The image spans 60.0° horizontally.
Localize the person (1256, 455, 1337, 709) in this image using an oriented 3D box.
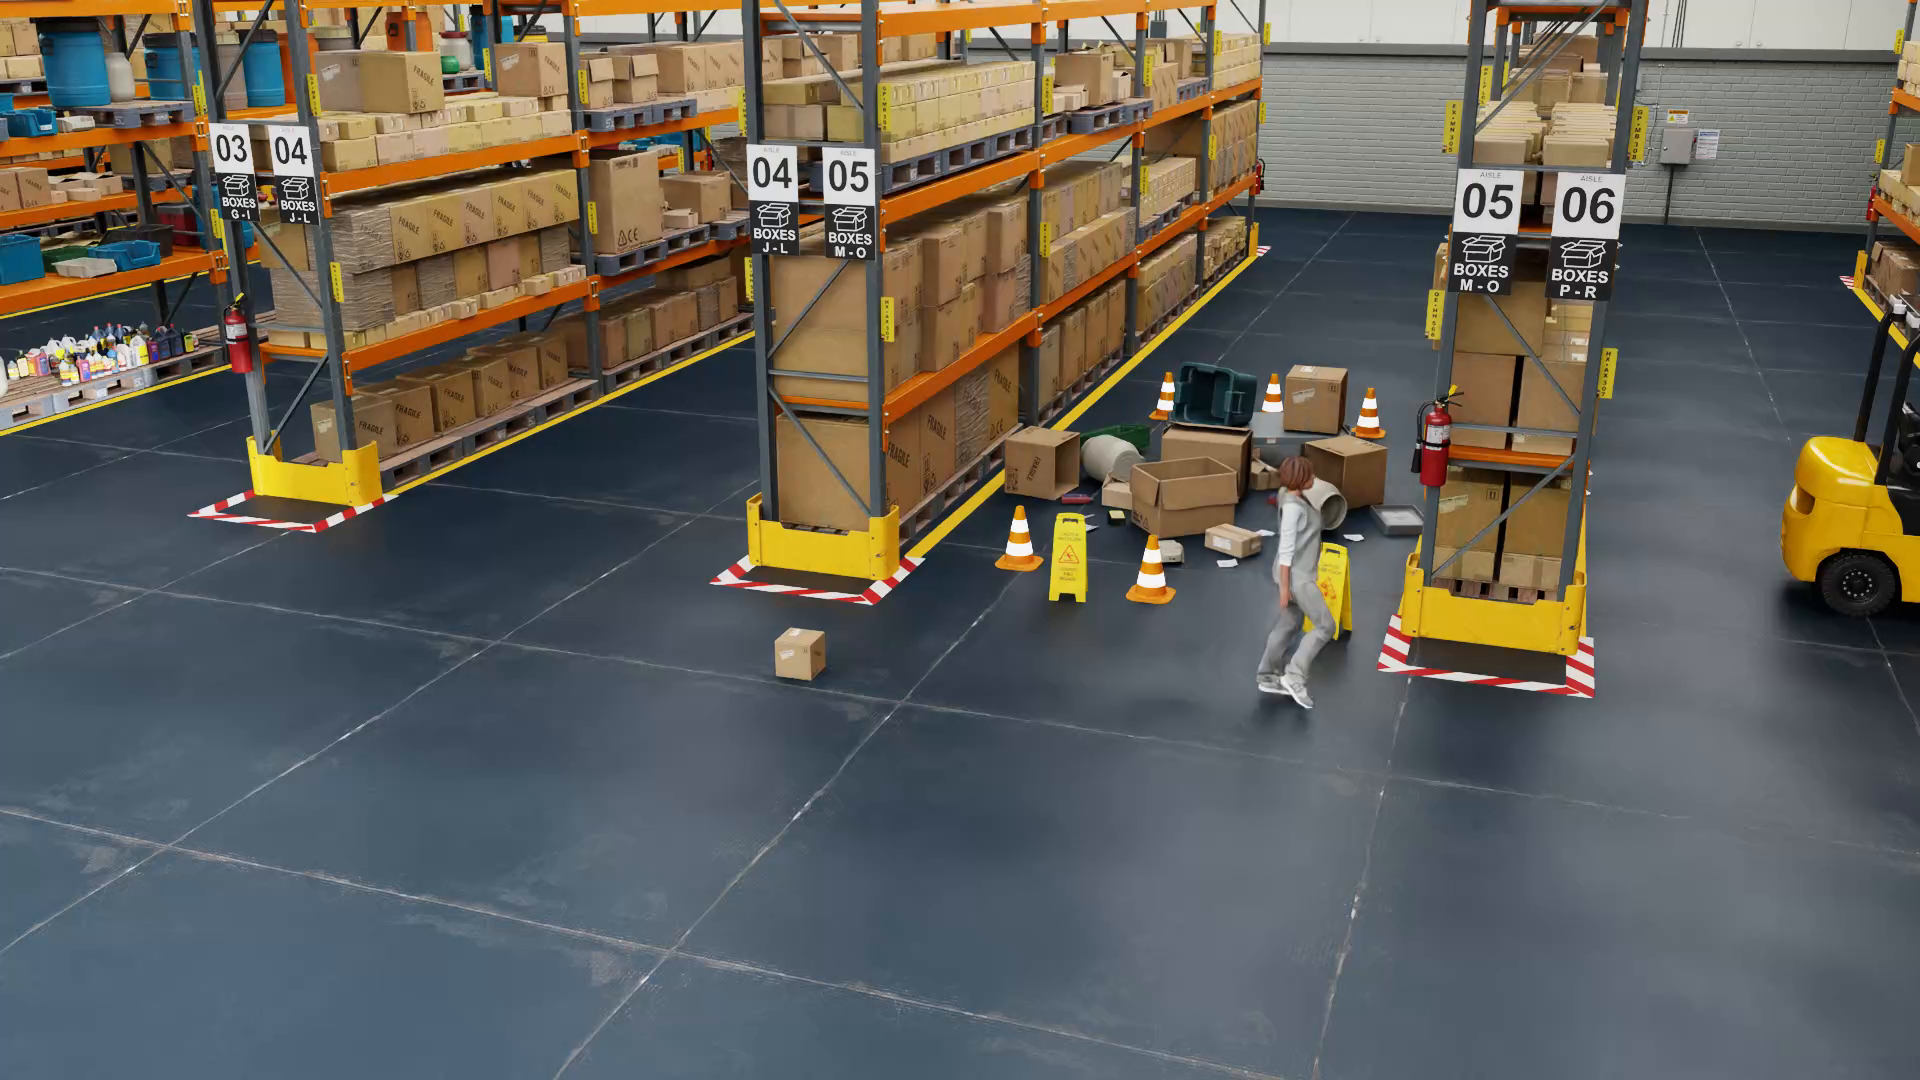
[{"bbox_3d":[2.112,0.256,10.320,0.470,1.611,0.439,3,19,9],"label":"person"}]
